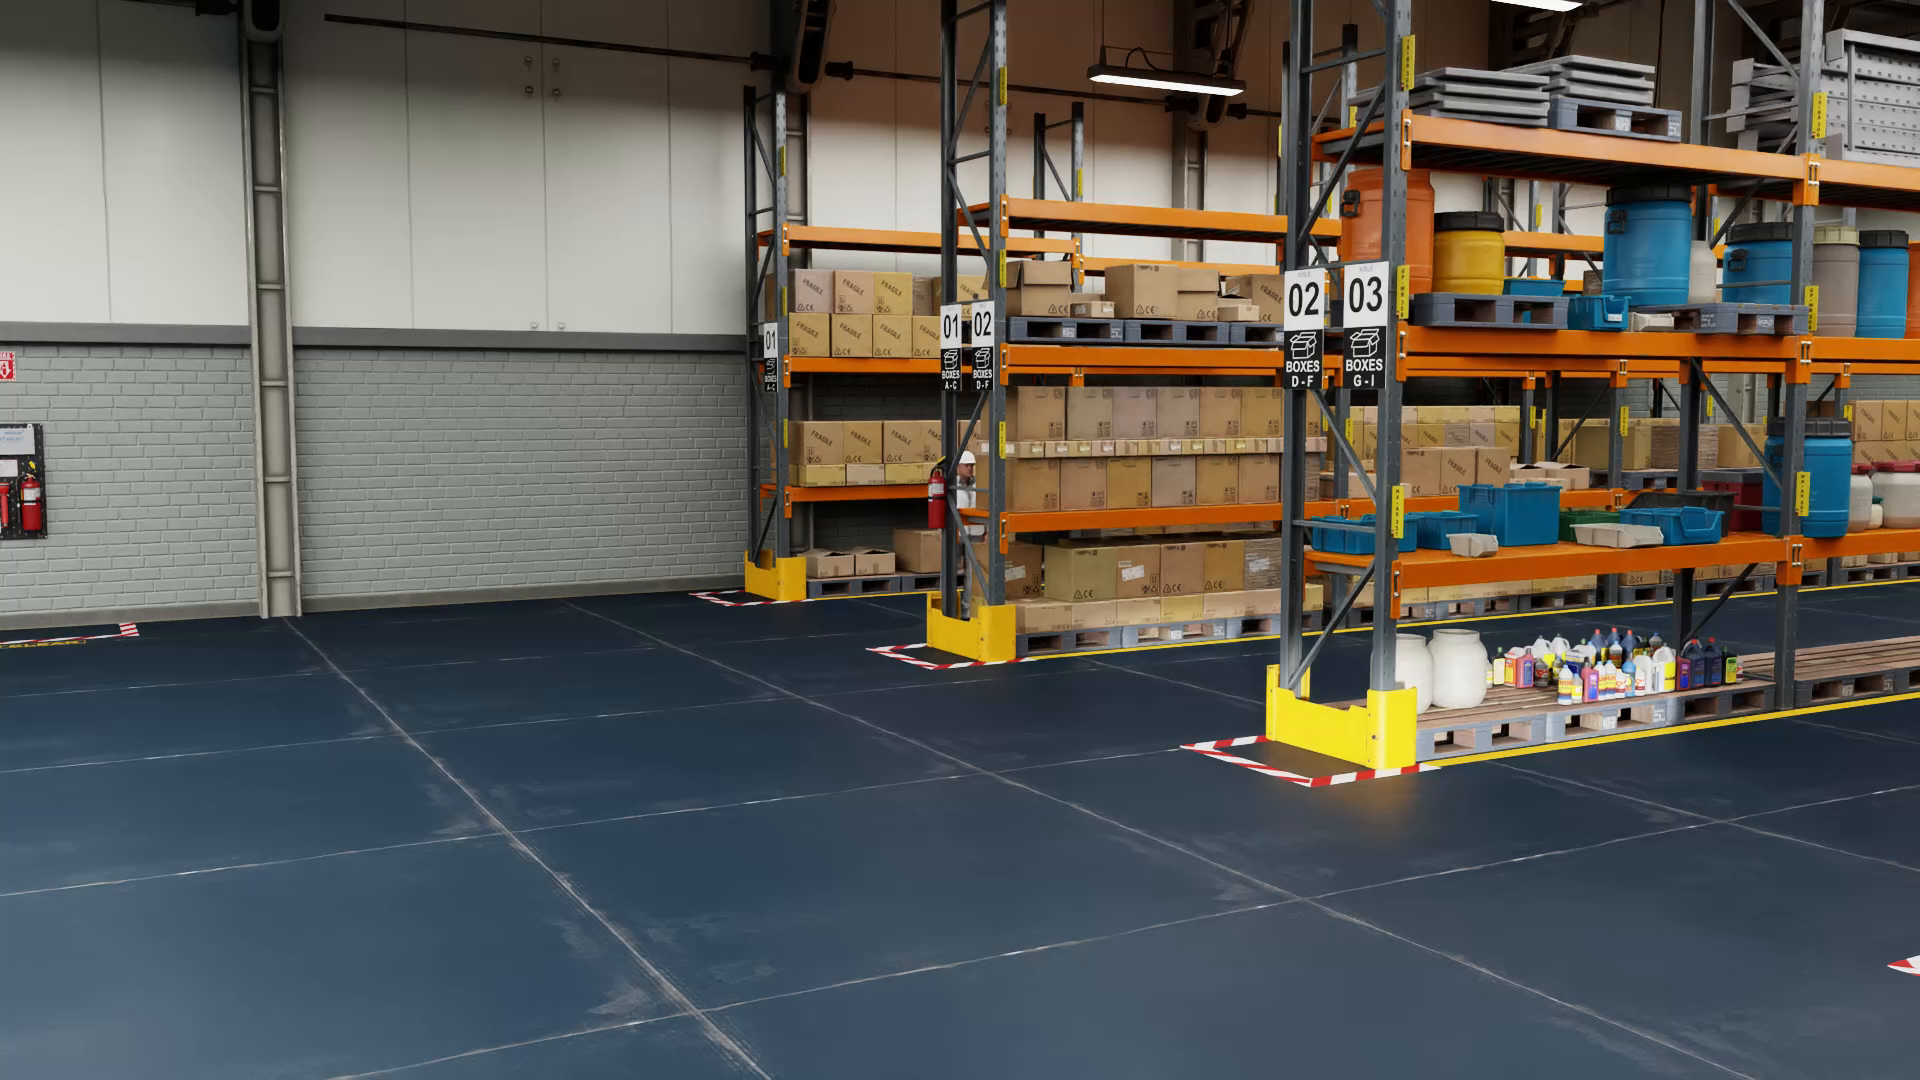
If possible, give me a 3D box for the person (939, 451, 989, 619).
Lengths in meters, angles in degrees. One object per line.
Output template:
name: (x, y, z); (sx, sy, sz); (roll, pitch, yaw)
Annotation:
person: (0.050, -0.050, 17.571); (0.576, 1.779, 0.399); (-2, 5, -23)
